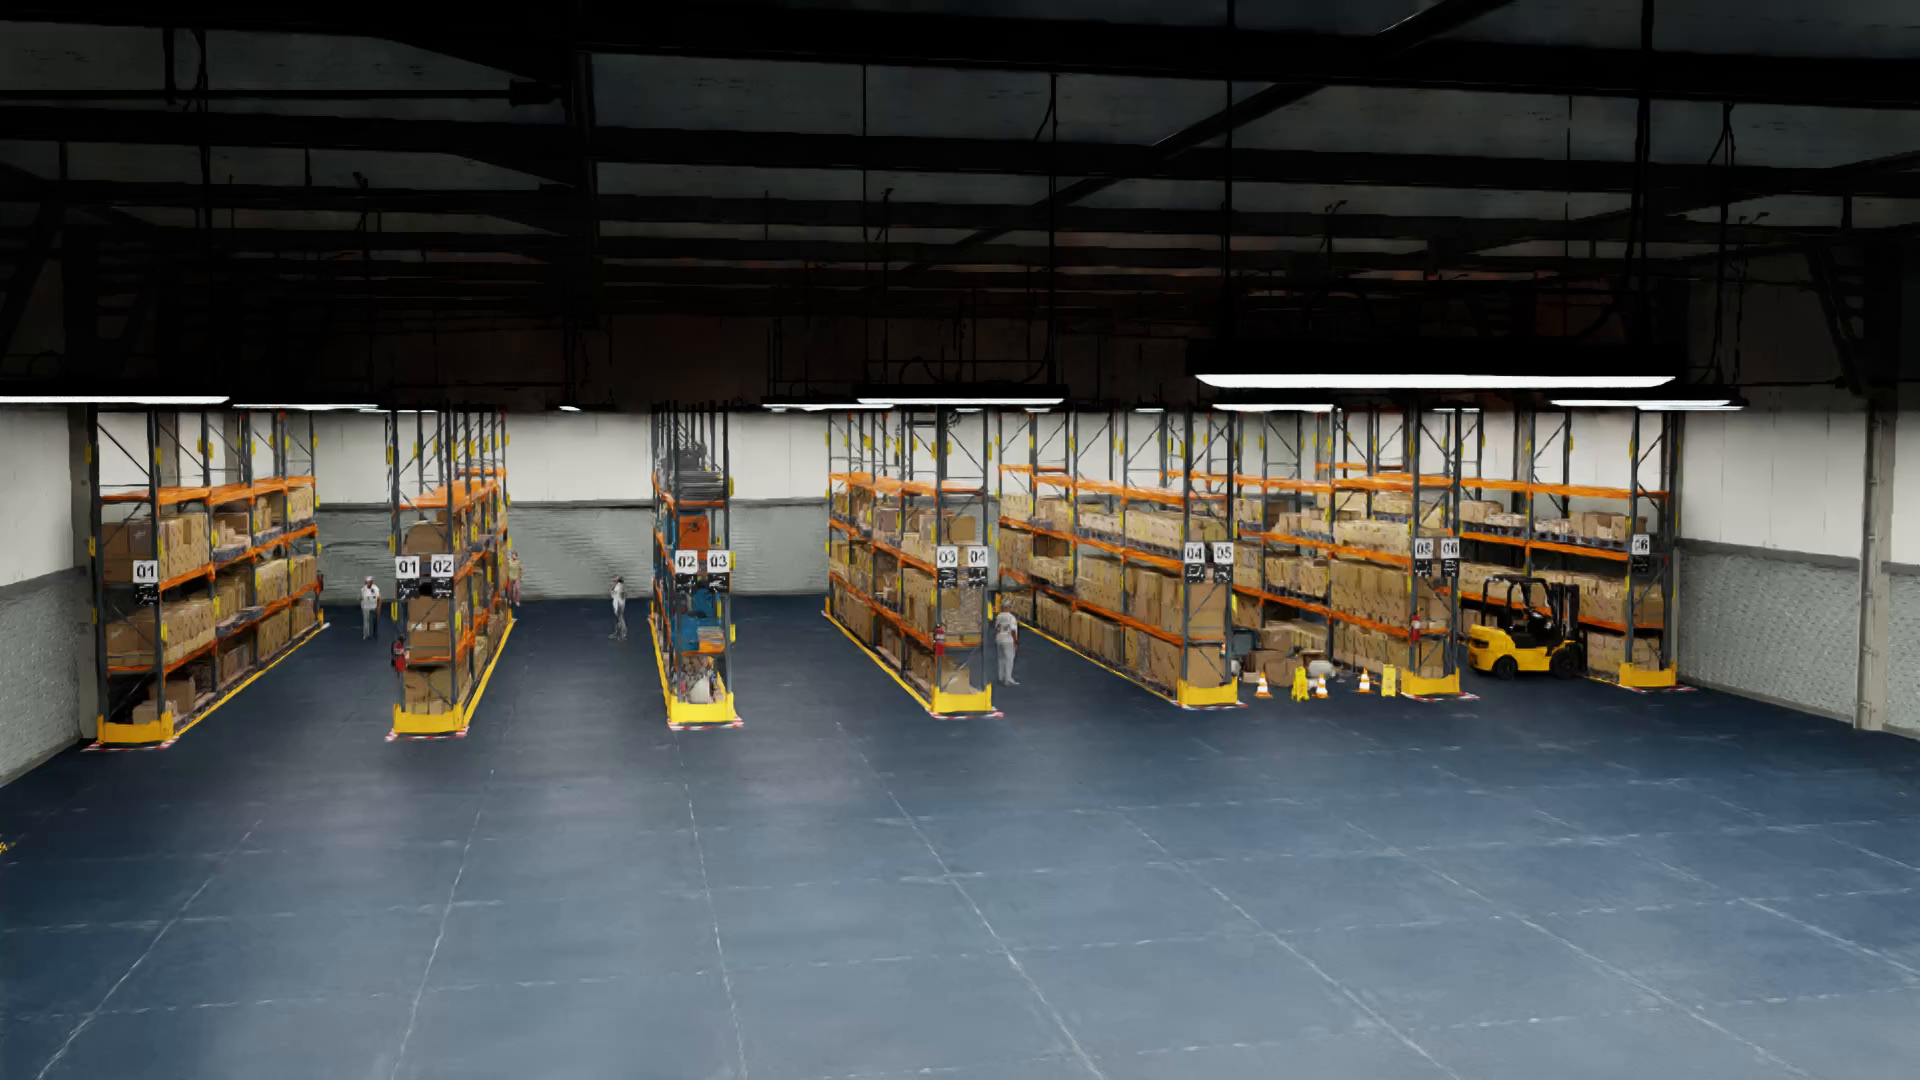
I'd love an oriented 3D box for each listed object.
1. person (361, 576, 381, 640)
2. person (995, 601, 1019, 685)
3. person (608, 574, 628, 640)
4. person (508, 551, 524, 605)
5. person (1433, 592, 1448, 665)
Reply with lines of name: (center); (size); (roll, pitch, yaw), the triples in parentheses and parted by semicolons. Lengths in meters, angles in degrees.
person: (-15.036, 1.720, 42.465); (0.493, 1.600, 0.991); (-1, 4, -13)
person: (1.011, 2.181, 35.291); (0.475, 1.749, 0.595); (-4, 6, -43)
person: (-8.716, 1.689, 42.307); (0.583, 1.665, 0.673); (0, 4, 4)
person: (-13.450, 1.143, 50.102); (0.591, 1.617, 0.687); (-2, 5, -20)
person: (10.912, 2.016, 38.060); (0.551, 1.653, 0.574); (2, 5, 19)
